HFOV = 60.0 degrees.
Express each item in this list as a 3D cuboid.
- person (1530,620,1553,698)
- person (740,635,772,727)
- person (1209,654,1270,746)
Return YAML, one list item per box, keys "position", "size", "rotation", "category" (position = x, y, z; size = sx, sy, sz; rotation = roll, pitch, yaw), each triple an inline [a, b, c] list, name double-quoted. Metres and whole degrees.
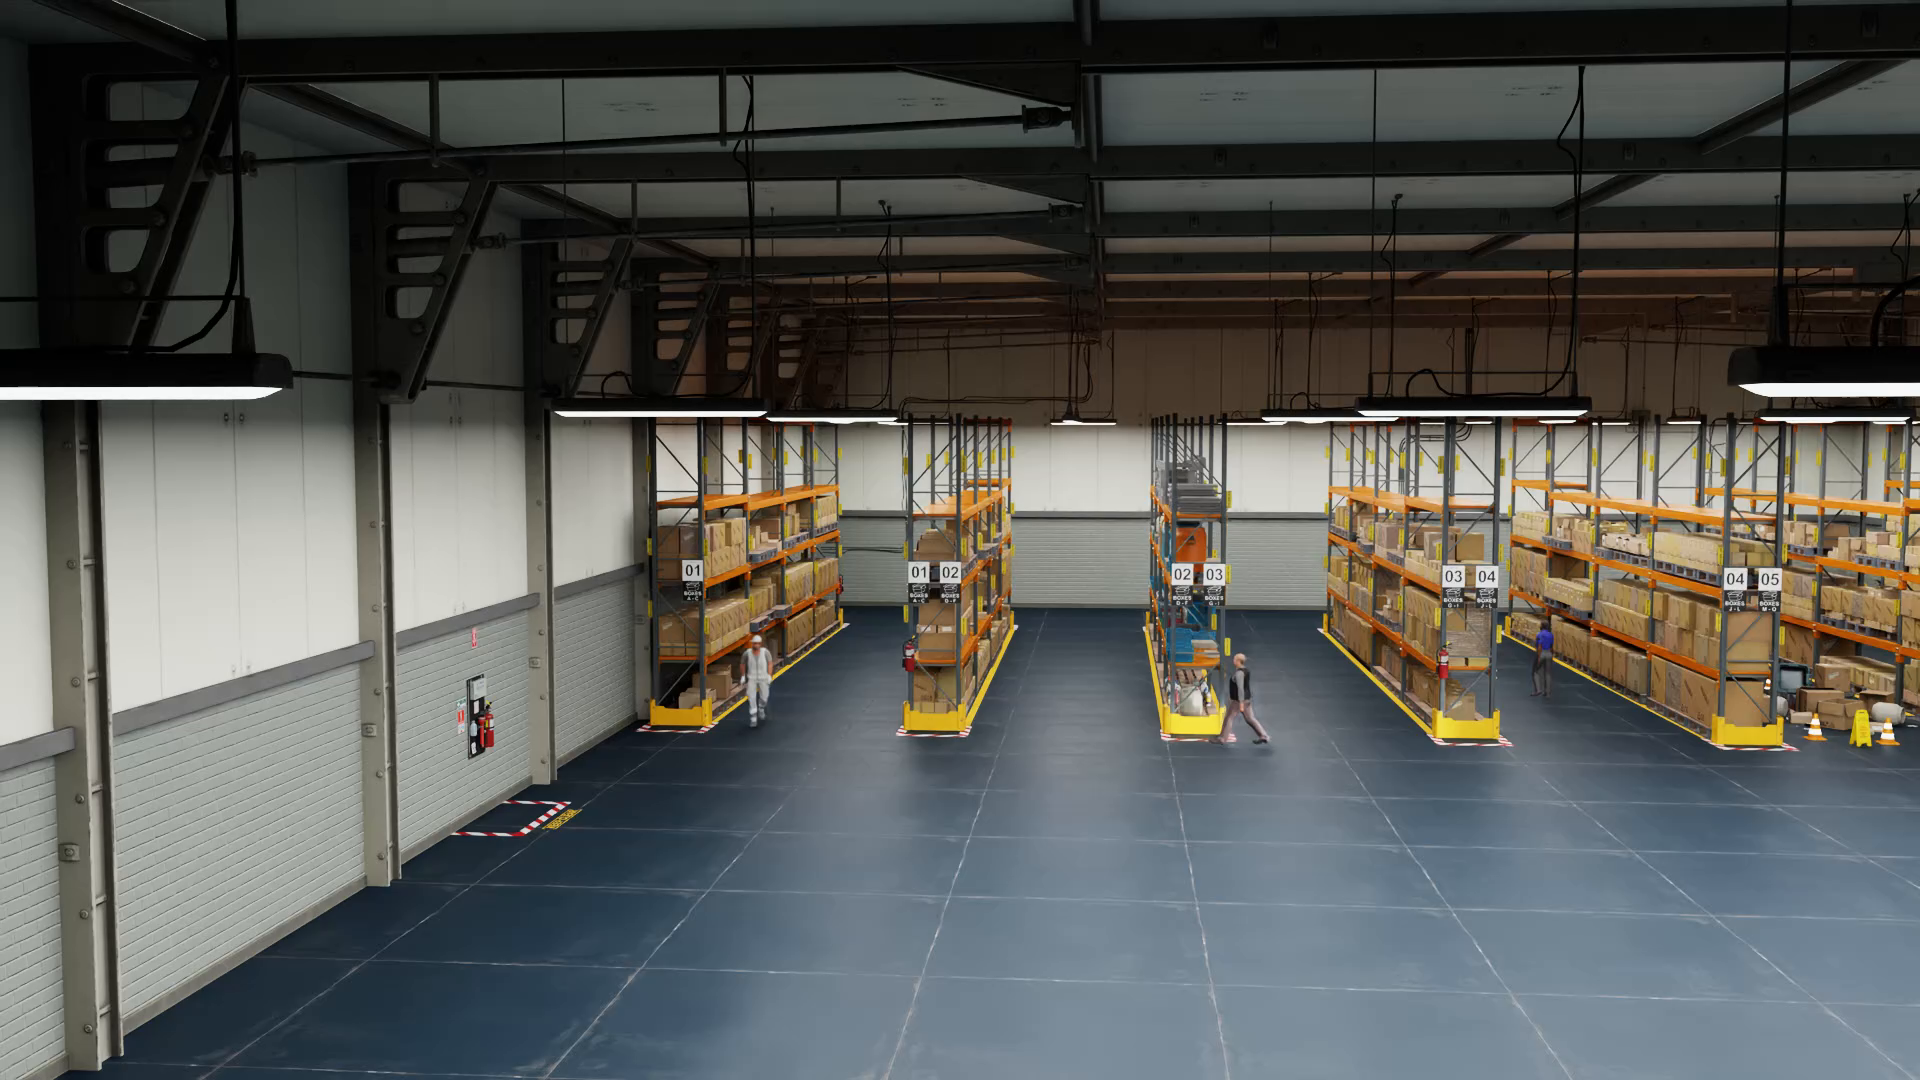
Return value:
- position: [12.411, 2.534, 35.281]
  size: [0.441, 1.678, 0.528]
  rotation: [0, 4, -5]
  category: "person"
- position: [-3.938, 2.688, 32.118]
  size: [0.620, 1.762, 0.717]
  rotation: [-1, 4, -9]
  category: "person"
- position: [5.019, 2.874, 29.849]
  size: [1.070, 1.674, 0.552]
  rotation: [2, 4, 21]
  category: "person"
